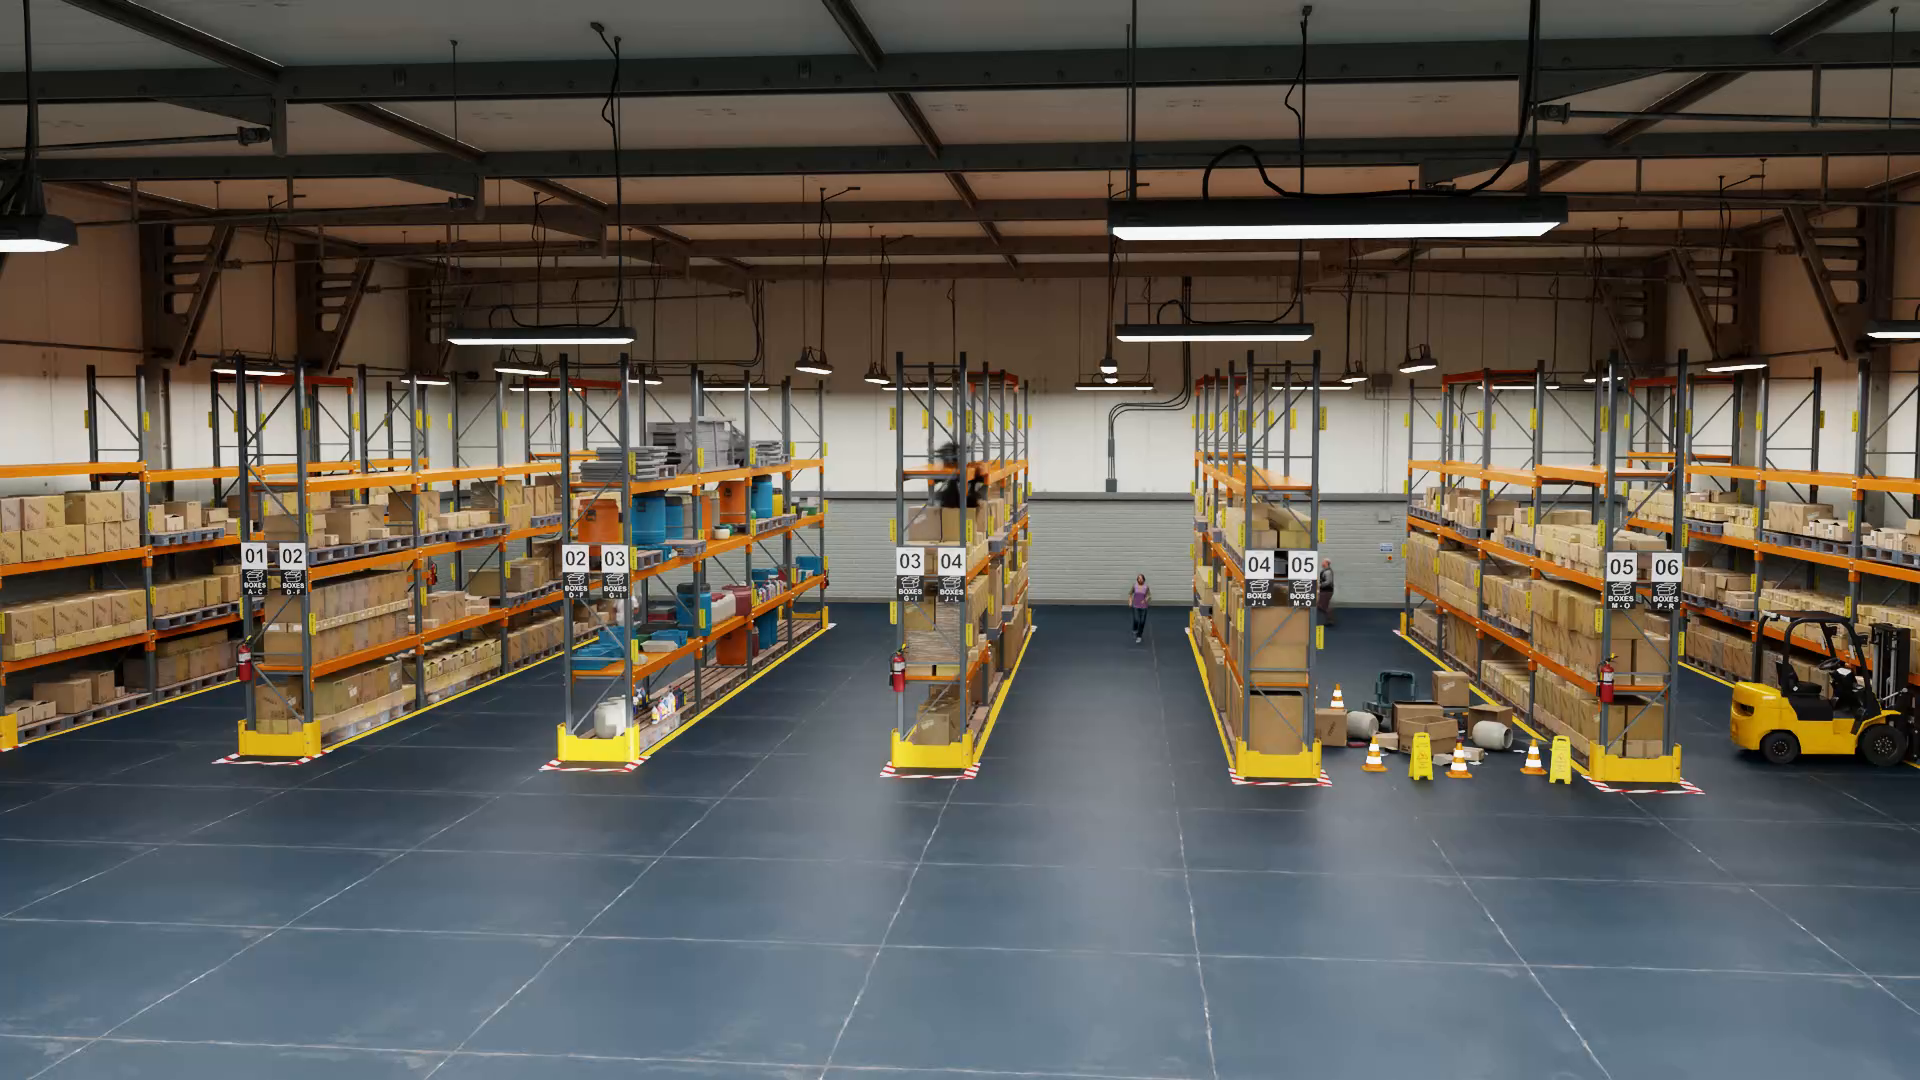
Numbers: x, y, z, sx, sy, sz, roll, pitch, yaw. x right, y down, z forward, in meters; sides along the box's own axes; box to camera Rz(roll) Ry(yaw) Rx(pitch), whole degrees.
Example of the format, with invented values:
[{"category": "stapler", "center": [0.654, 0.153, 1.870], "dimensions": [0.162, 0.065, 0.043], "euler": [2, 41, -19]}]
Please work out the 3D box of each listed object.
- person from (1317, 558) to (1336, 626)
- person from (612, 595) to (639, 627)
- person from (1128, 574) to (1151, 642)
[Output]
[{"category": "person", "center": [8.880, 1.254, 40.588], "dimensions": [0.612, 1.651, 0.637], "euler": [0, 4, 6]}, {"category": "person", "center": [-7.026, 1.695, 34.876], "dimensions": [0.580, 1.654, 0.701], "euler": [0, 4, -2]}, {"category": "person", "center": [4.068, 1.548, 37.666], "dimensions": [0.525, 1.559, 0.533], "euler": [0, 4, 5]}]
